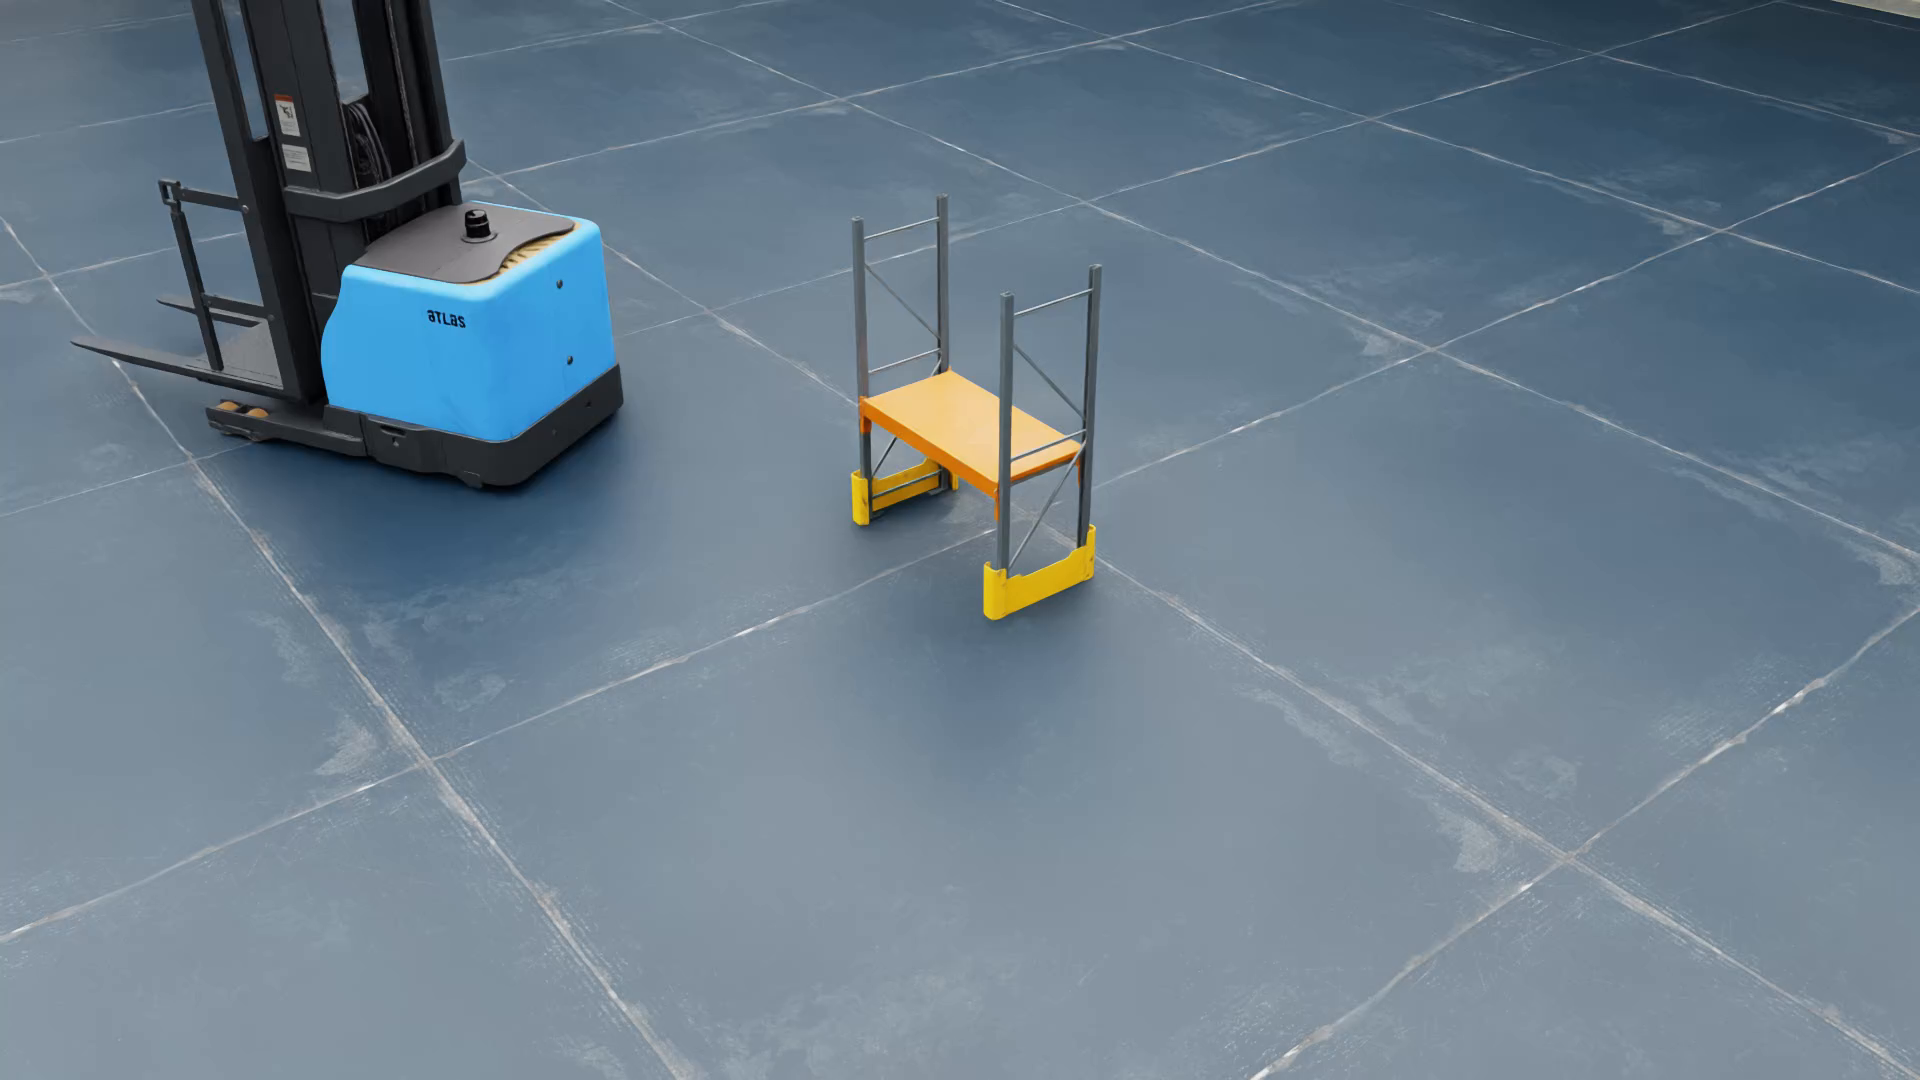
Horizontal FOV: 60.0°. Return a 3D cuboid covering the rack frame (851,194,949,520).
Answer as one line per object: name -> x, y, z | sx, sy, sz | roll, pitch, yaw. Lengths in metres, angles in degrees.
rack frame -> -0.259, -0.813, 7.638 | 0.500, 1.500, 0.032 | -22, 38, -31

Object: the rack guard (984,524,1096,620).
rack guard -> 0.352, 0.133, 7.299 | 0.587, 0.250, 0.087 | -22, 38, -31

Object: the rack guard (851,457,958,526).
rack guard -> -0.259, -0.282, 7.967 | 0.587, 0.250, 0.087 | -22, 38, -31

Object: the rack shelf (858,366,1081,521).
rack shelf -> 0.052, -0.449, 7.392 | 0.538, 0.185, 1.000 | -22, 38, -31

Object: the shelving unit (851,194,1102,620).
shelving unit -> 0.047, -0.605, 7.303 | 0.587, 1.500, 1.083 | -22, 38, -31

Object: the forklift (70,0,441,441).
forklift -> -3.340, -1.996, 8.186 | 3.031, 2.935, 1.121 | 13, 34, 19

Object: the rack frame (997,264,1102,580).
rack frame -> 0.364, -0.390, 6.956 | 0.500, 1.500, 0.032 | -22, 38, -31
